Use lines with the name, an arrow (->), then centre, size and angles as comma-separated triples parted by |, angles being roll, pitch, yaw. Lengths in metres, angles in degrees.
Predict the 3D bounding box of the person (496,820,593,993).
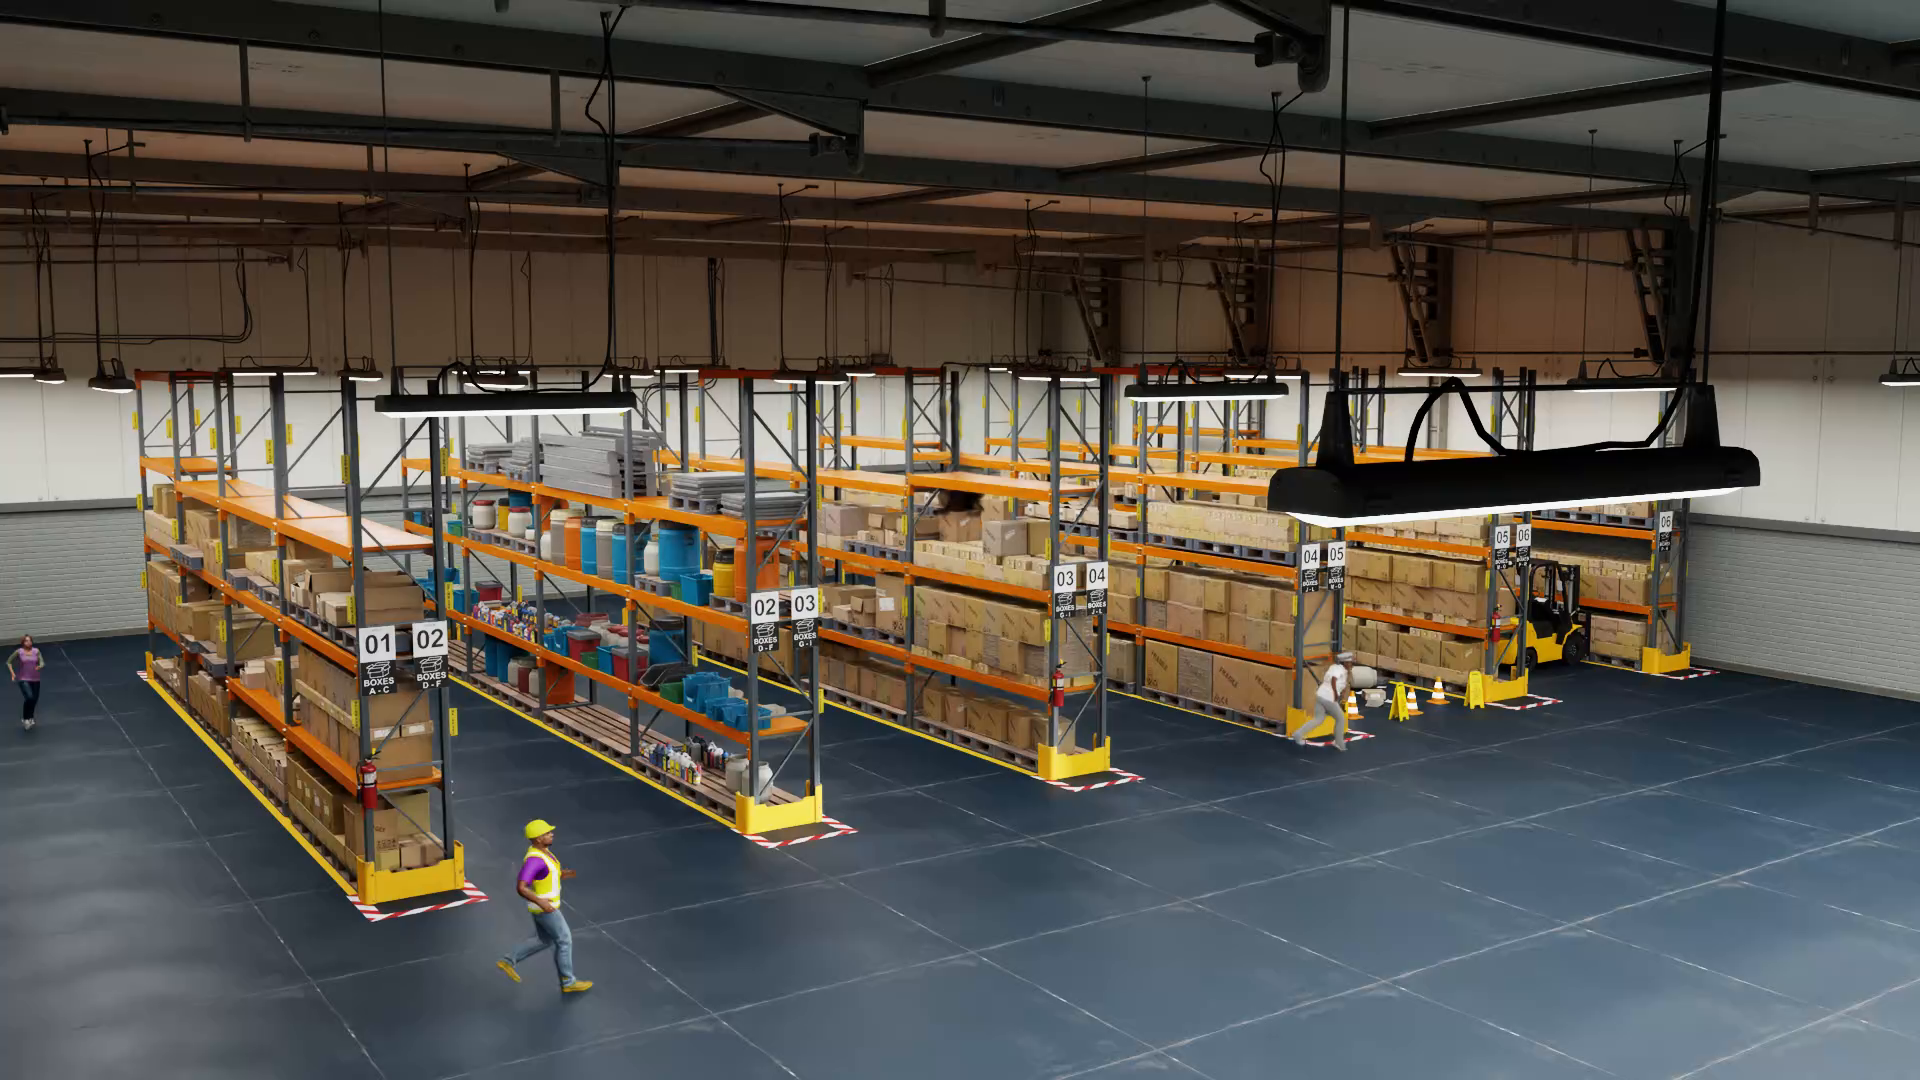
person -> -4.116, 3.612, 16.394 | 0.926, 1.746, 0.713 | -2, 7, -13

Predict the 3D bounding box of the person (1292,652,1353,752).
person -> 5.748, 2.601, 26.340 | 0.985, 1.624, 0.612 | -1, 6, -7

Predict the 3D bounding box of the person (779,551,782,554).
person -> -4.522, 1.046, 39.858 | 0.770, 1.581, 0.568 | -1, 7, -8

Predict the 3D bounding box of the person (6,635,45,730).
person -> -15.659, 2.386, 27.956 | 0.662, 1.585, 0.506 | 6, 9, 41
